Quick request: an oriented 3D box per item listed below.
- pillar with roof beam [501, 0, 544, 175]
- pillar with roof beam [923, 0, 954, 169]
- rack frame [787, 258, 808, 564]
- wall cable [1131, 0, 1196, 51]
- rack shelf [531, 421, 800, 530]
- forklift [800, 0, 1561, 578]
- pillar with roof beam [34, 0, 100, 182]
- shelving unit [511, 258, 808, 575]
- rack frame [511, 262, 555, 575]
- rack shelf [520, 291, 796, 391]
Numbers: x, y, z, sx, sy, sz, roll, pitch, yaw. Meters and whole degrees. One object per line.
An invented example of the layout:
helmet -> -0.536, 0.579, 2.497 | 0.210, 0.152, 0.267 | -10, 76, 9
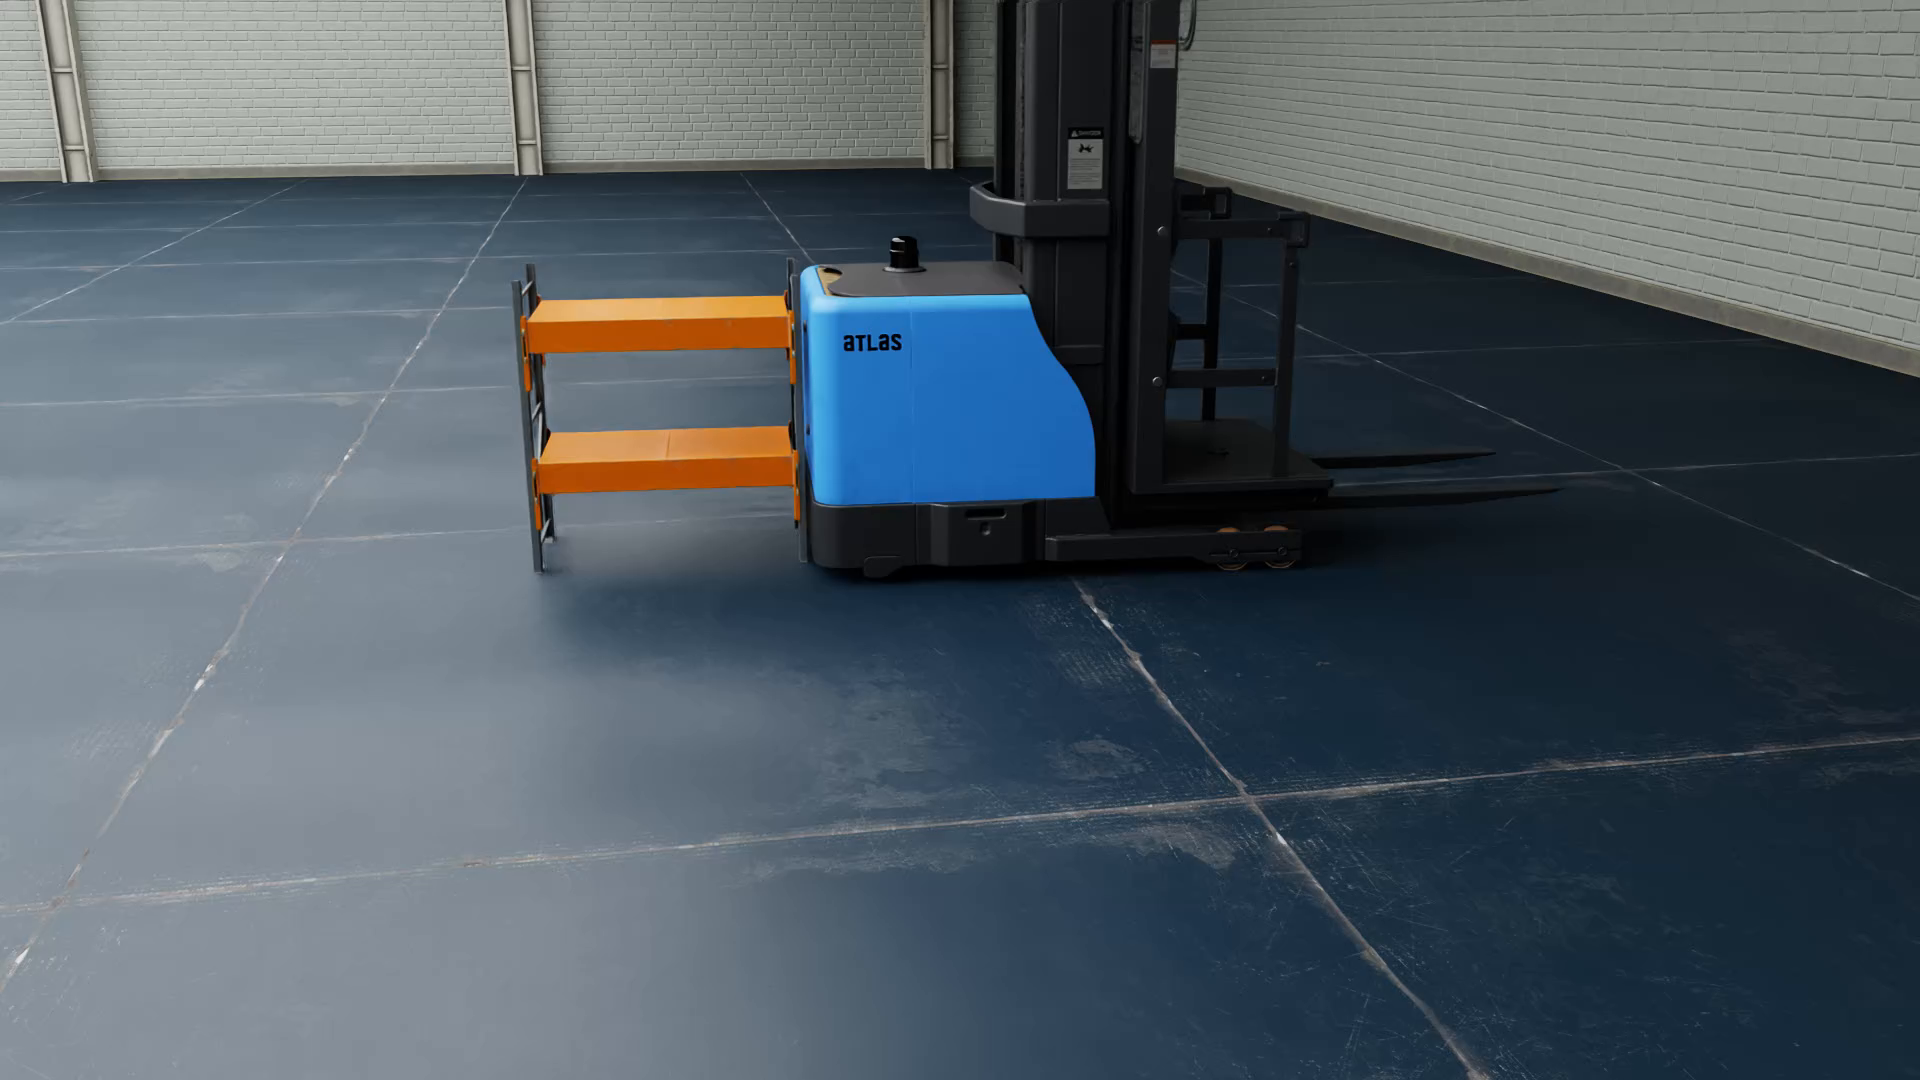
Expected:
pillar with roof beam -> -5.392, -8.337, 18.630 | 0.400, 9.000, 9.100 | -3, 17, -10
pillar with roof beam -> 0.499, -8.672, 19.718 | 0.400, 9.000, 9.100 | -3, 17, -10
rack frame -> -0.645, -0.518, 6.582 | 0.032, 1.125, 0.500 | -2, 17, -7
wall cable -> 2.826, -8.211, 23.507 | 0.112, 2.526, 3.097 | -3, 17, -10
rack shelf -> -1.149, -0.264, 6.589 | 1.000, 0.278, 0.538 | -2, 17, -7
forklift -> 0.891, -1.433, 6.485 | 3.031, 2.935, 1.130 | -2, 17, -7
pillar with roof beam -> -11.283, -8.003, 17.542 | 0.400, 9.000, 9.100 | -3, 17, -10
shelving unit -> -1.149, -0.498, 6.518 | 1.048, 1.125, 0.538 | -2, 17, -7
rack frame -> -1.652, -0.478, 6.453 | 0.032, 1.125, 0.500 | -2, 17, -7
rack shelf -> -1.149, -0.778, 6.432 | 1.000, 0.278, 0.538 | -2, 17, -7
